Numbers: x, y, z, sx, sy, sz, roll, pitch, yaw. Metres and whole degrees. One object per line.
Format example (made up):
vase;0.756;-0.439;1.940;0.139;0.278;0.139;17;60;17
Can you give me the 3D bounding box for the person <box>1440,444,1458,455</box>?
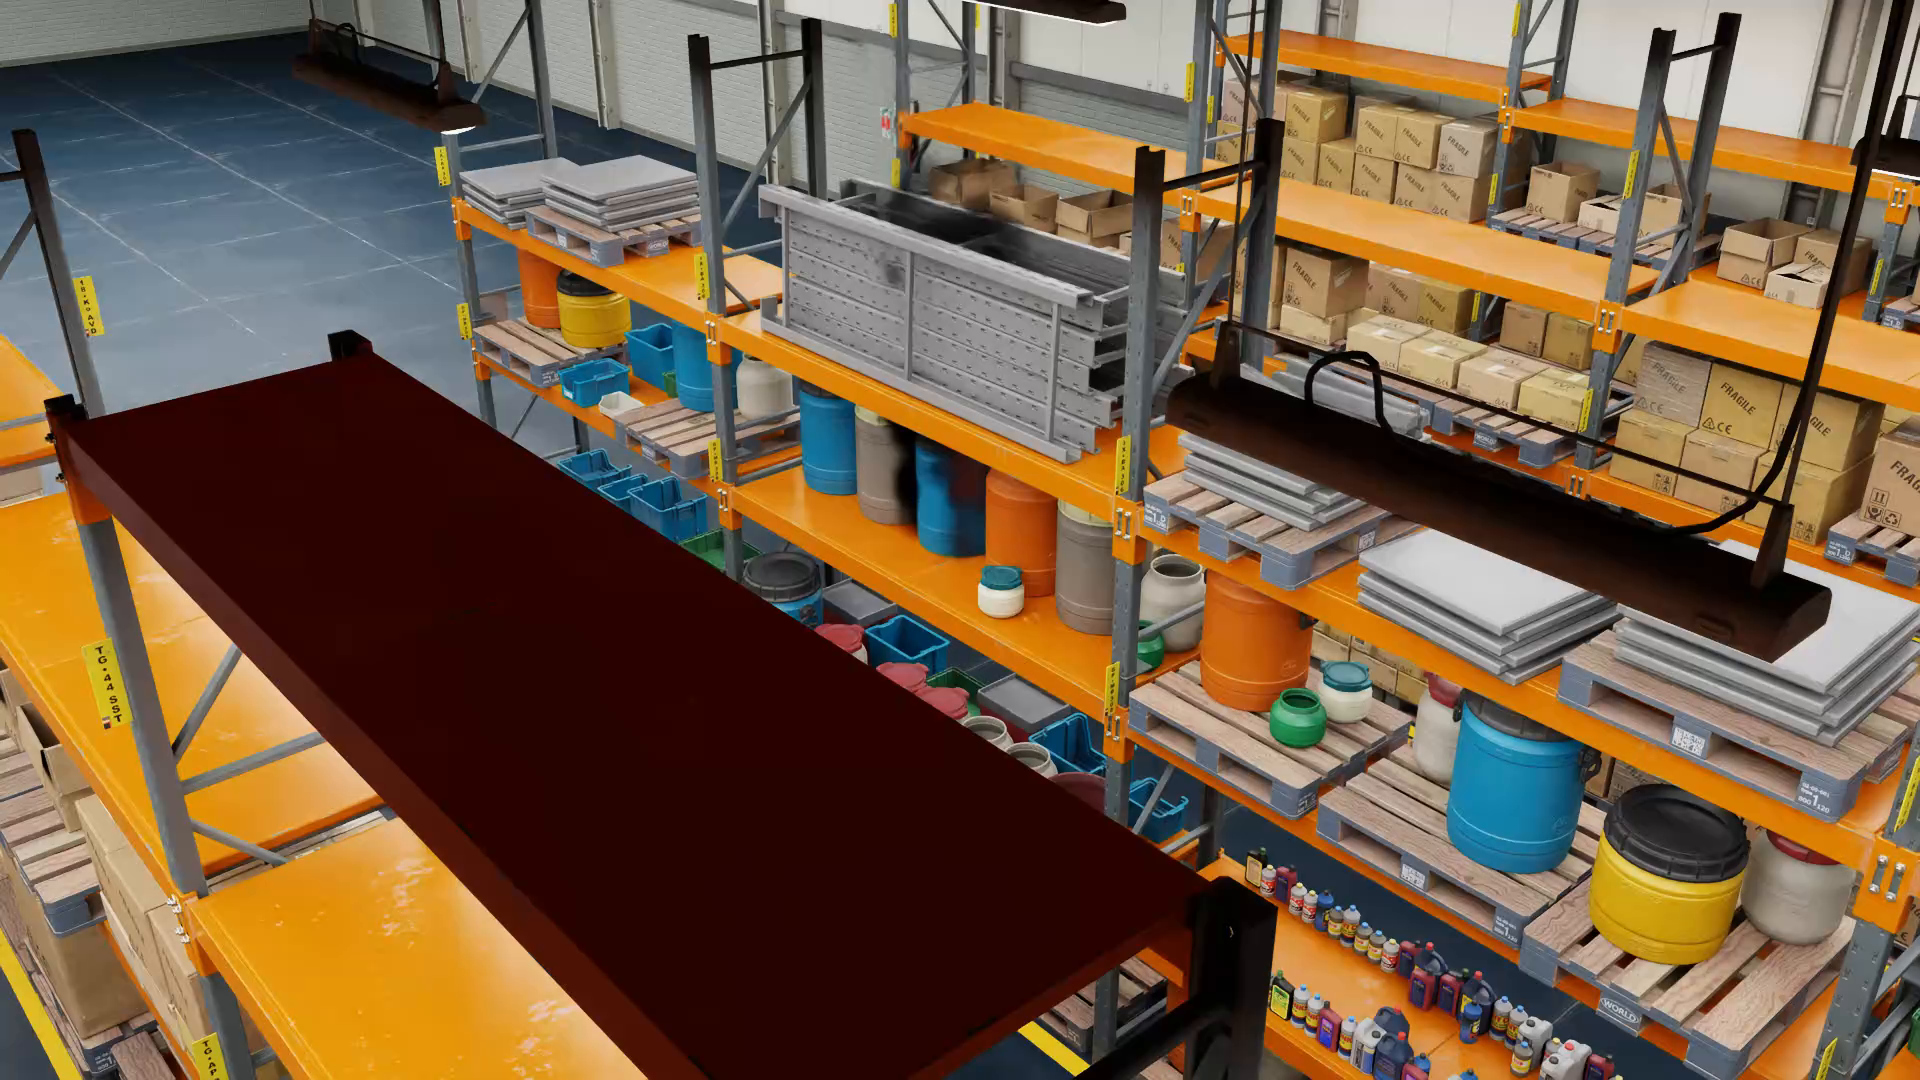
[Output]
person;4.592;-0.158;16.001;0.870;1.660;0.578;24;35;39
